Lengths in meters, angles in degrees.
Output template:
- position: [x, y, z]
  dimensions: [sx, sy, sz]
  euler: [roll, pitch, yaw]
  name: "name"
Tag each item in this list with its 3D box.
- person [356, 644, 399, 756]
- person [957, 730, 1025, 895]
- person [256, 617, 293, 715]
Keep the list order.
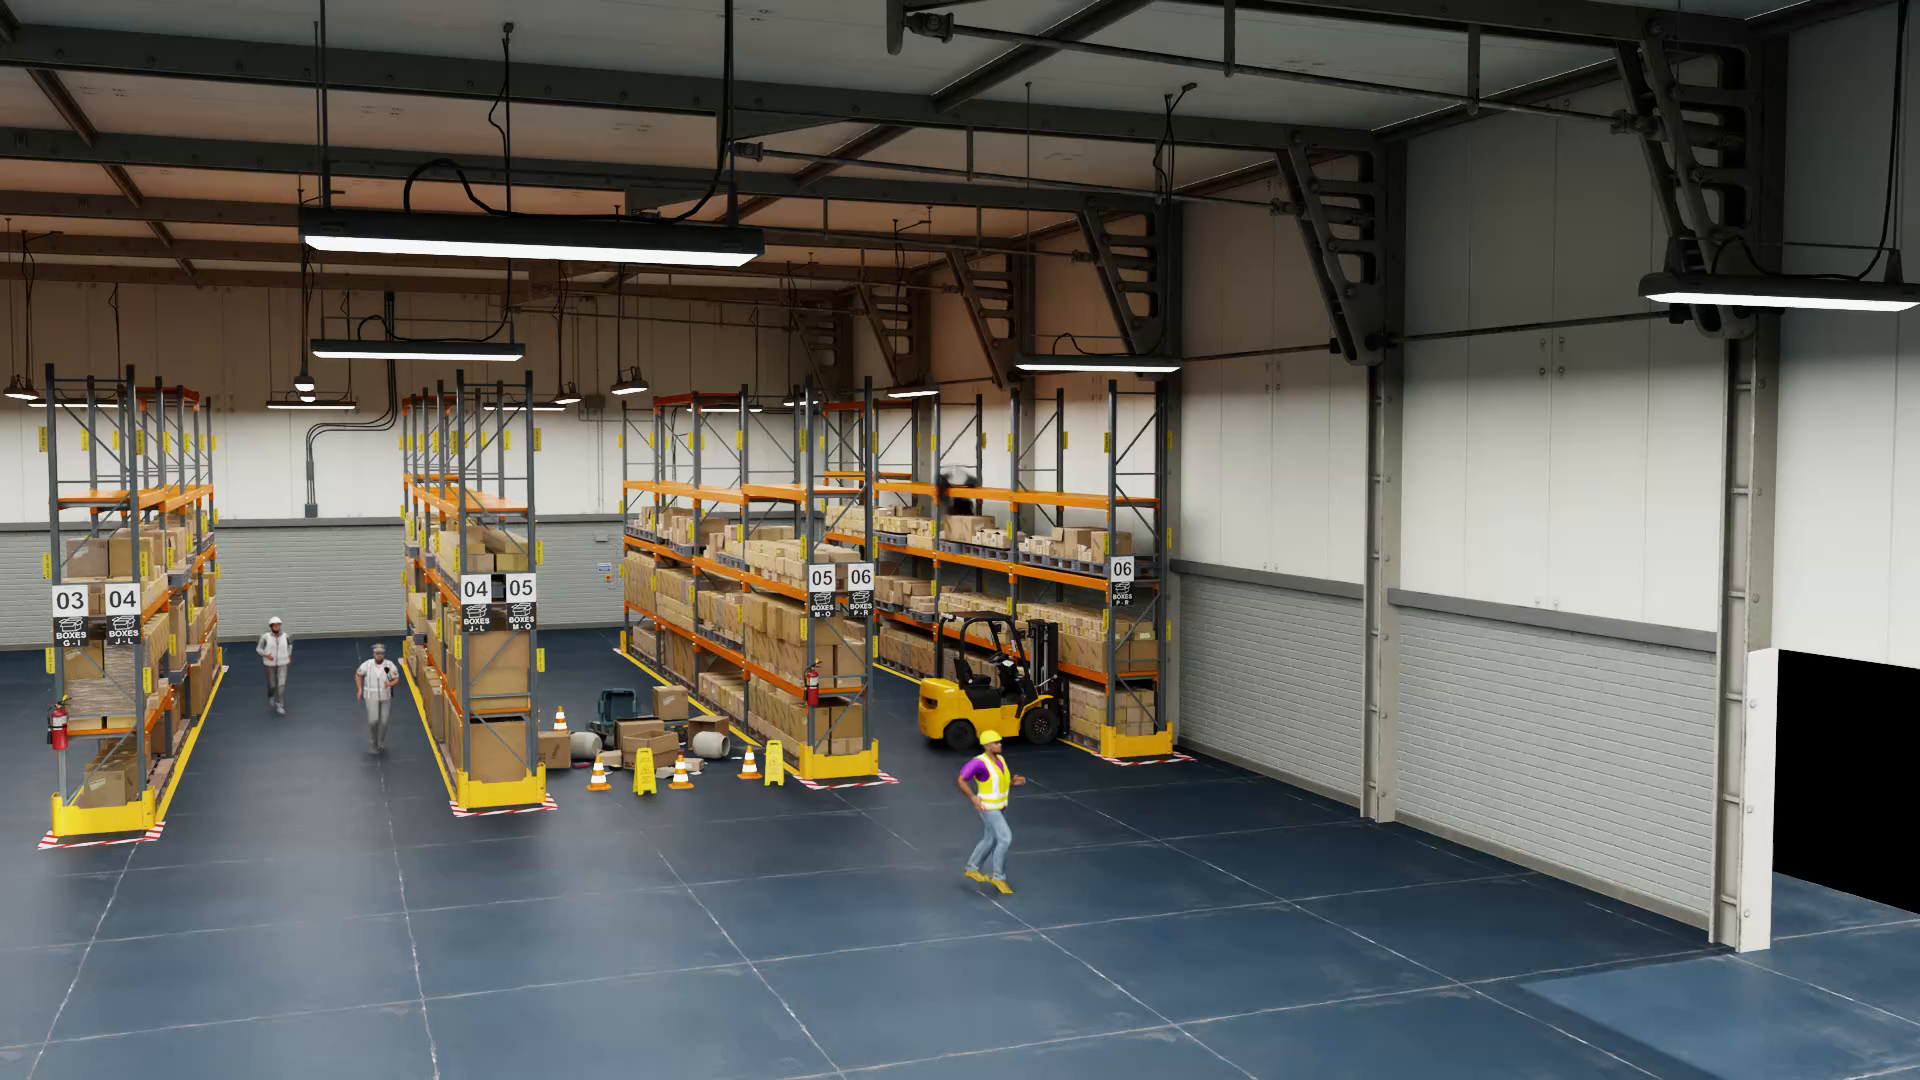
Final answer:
- position: [-9.351, 2.566, 26.751]
  dimensions: [0.627, 1.815, 0.826]
  euler: [-2, 4, -28]
  name: "person"
- position: [0.363, 3.034, 18.599]
  dimensions: [0.720, 1.823, 0.674]
  euler: [2, 4, 25]
  name: "person"
- position: [-12.731, 2.318, 30.924]
  dimensions: [0.662, 1.777, 0.879]
  euler: [-2, 4, -29]
  name: "person"
